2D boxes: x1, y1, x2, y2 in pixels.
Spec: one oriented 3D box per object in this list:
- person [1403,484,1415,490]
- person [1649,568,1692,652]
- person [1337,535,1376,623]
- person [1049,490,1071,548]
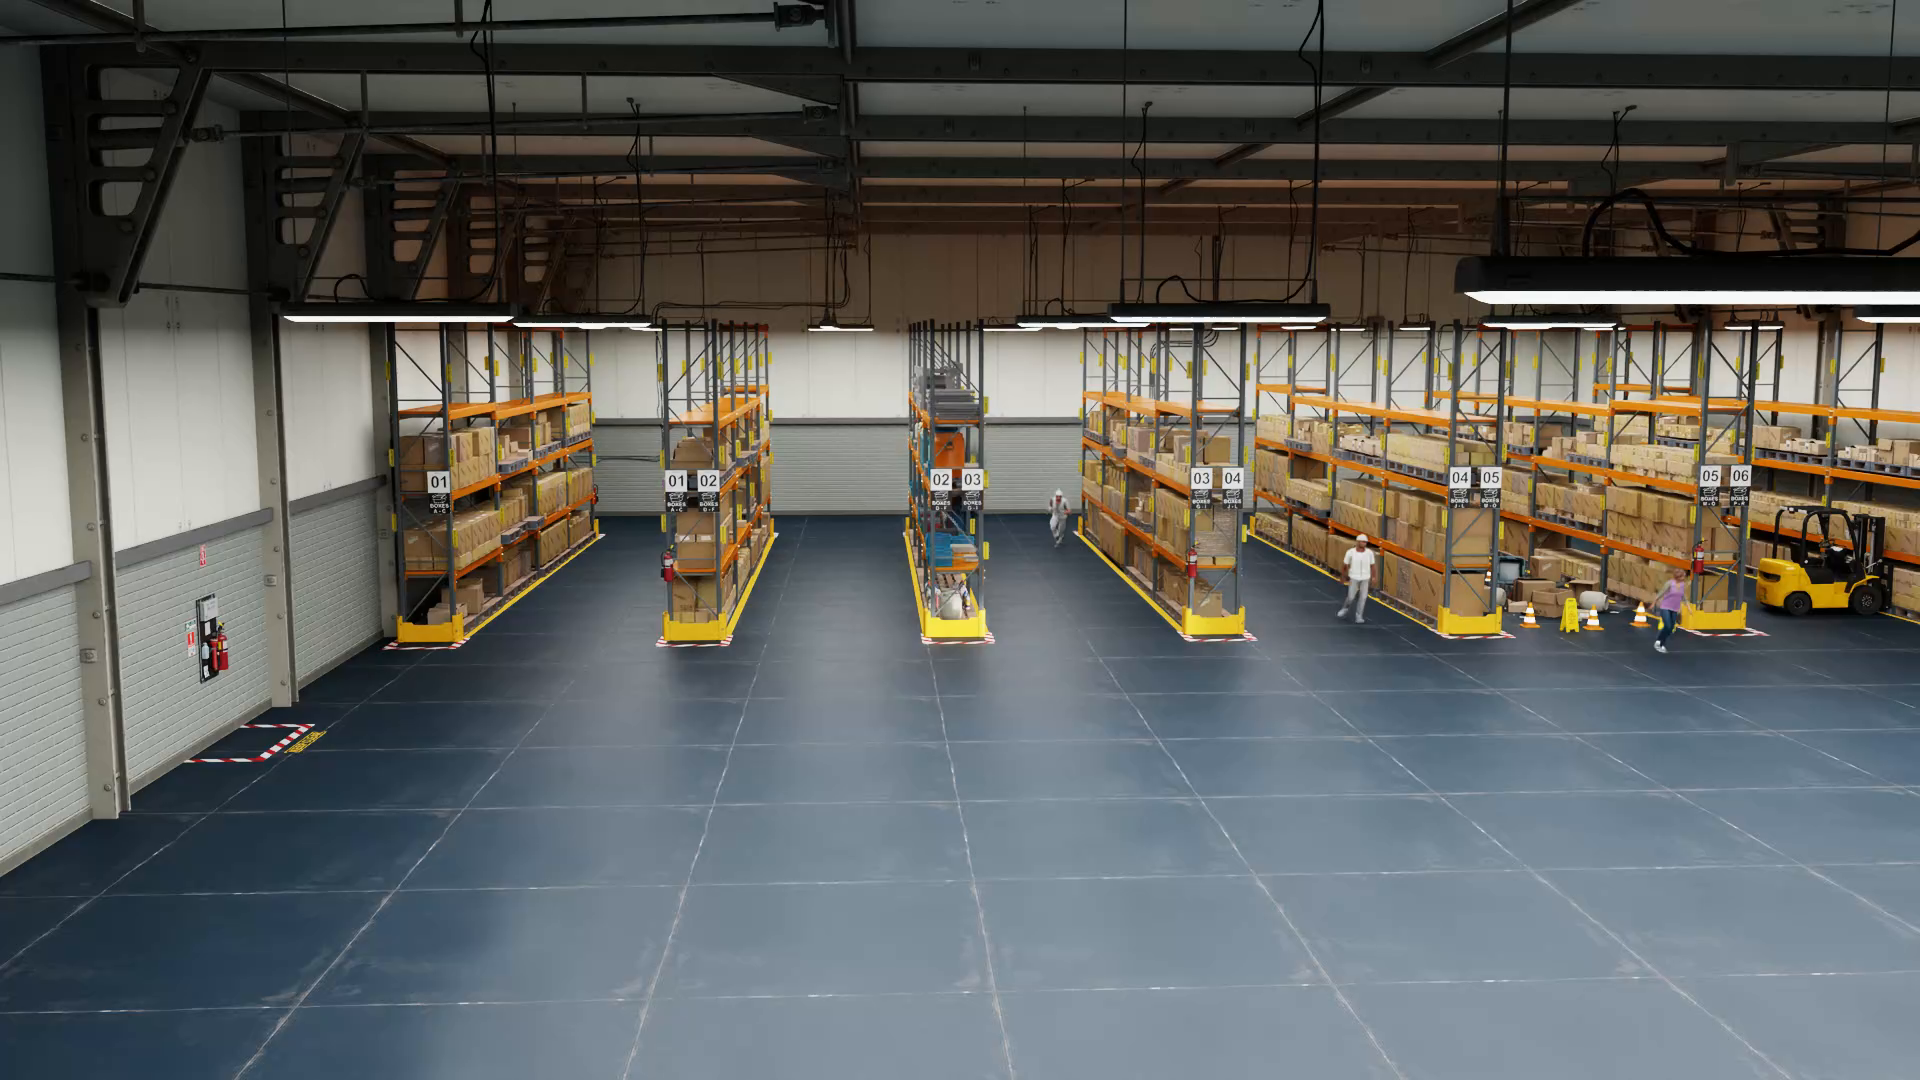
[{"bbox_3d":[13.642,-1.281,50.313,0.691,1.631,0.521,-1,7,-9],"label":"person"},{"bbox_3d":[12.809,1.273,29.950,0.548,1.561,0.607,-2,7,-18],"label":"person"},{"bbox_3d":[7.909,0.756,33.137,0.691,1.755,0.549,0,7,0],"label":"person"},{"bbox_3d":[2.665,-0.589,44.586,0.692,1.583,1.105,2,7,14],"label":"person"}]
